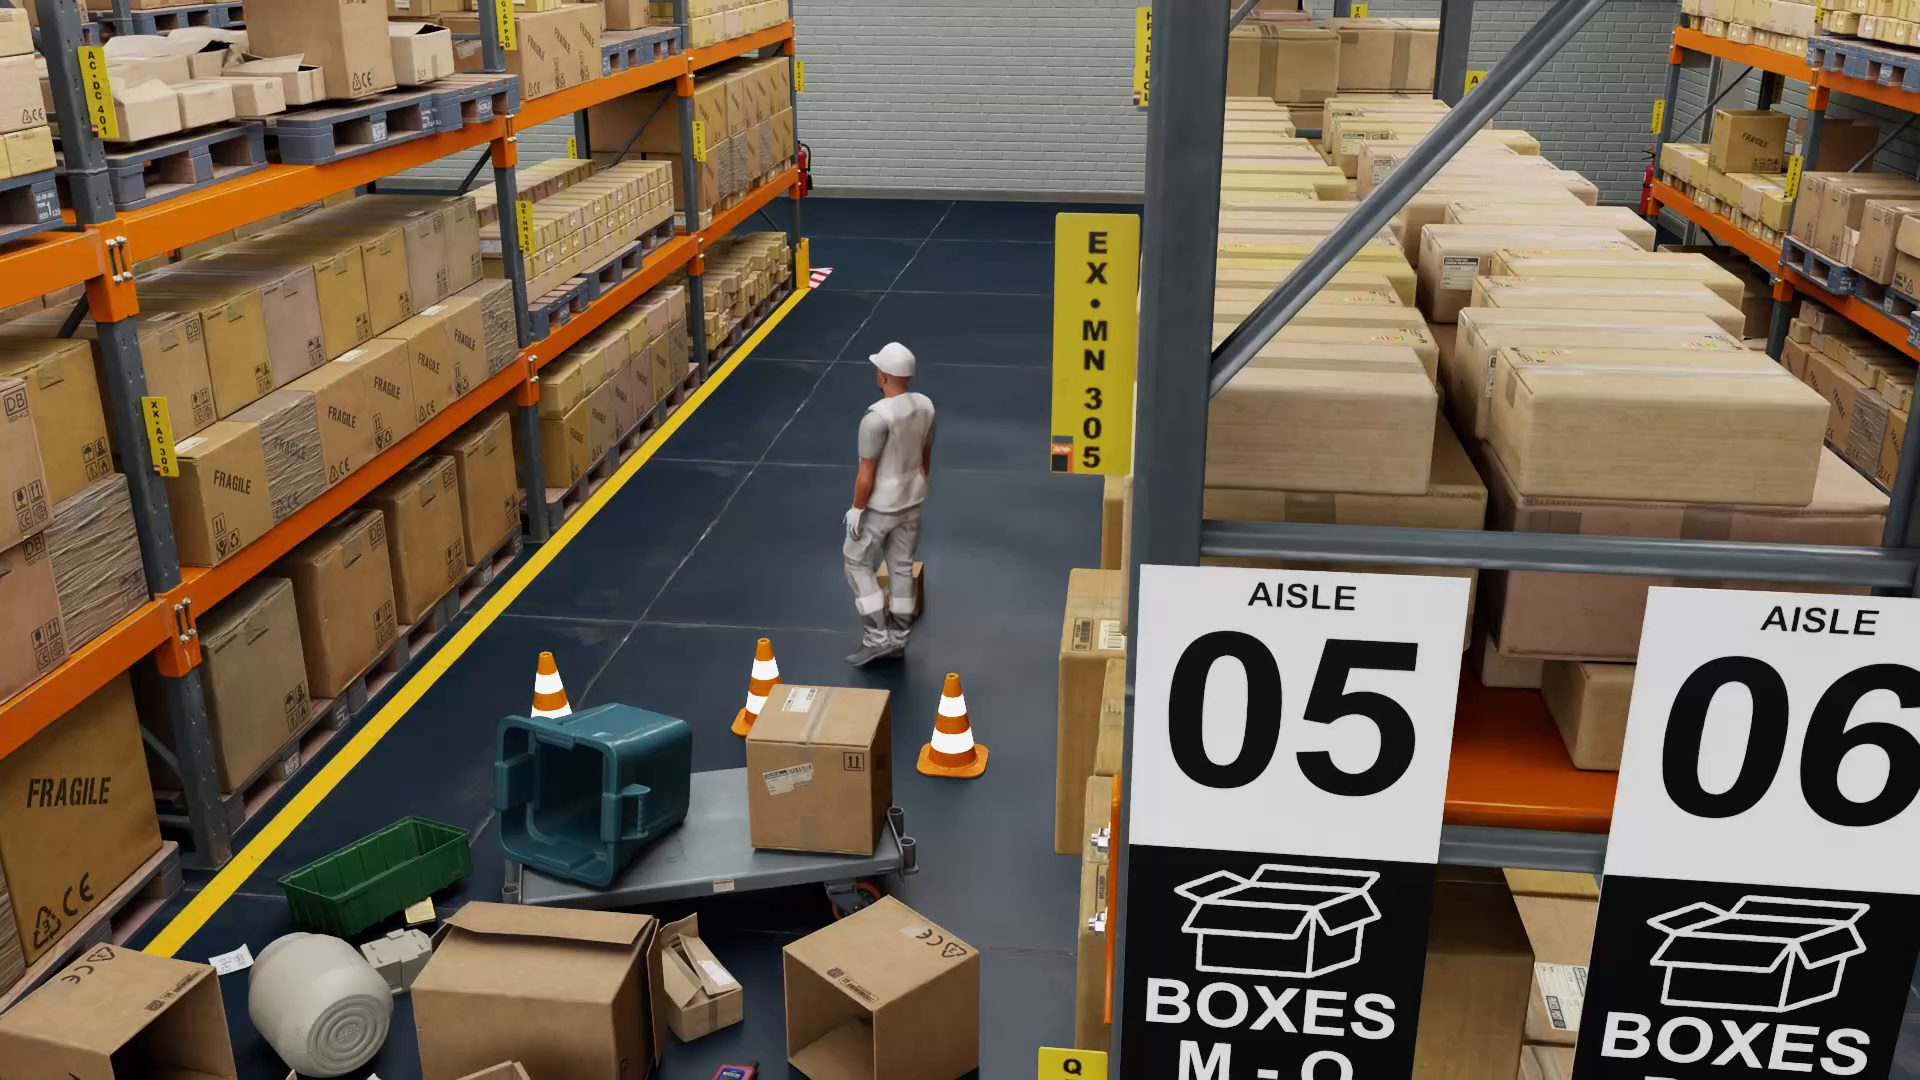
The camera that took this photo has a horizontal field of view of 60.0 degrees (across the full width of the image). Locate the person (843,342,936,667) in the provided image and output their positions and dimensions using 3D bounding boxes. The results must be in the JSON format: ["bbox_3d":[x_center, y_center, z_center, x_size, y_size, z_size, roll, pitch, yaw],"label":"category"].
[{"bbox_3d":[-0.395,-0.190,9.053,0.399,1.816,0.567,19,28,41],"label":"person"}]
